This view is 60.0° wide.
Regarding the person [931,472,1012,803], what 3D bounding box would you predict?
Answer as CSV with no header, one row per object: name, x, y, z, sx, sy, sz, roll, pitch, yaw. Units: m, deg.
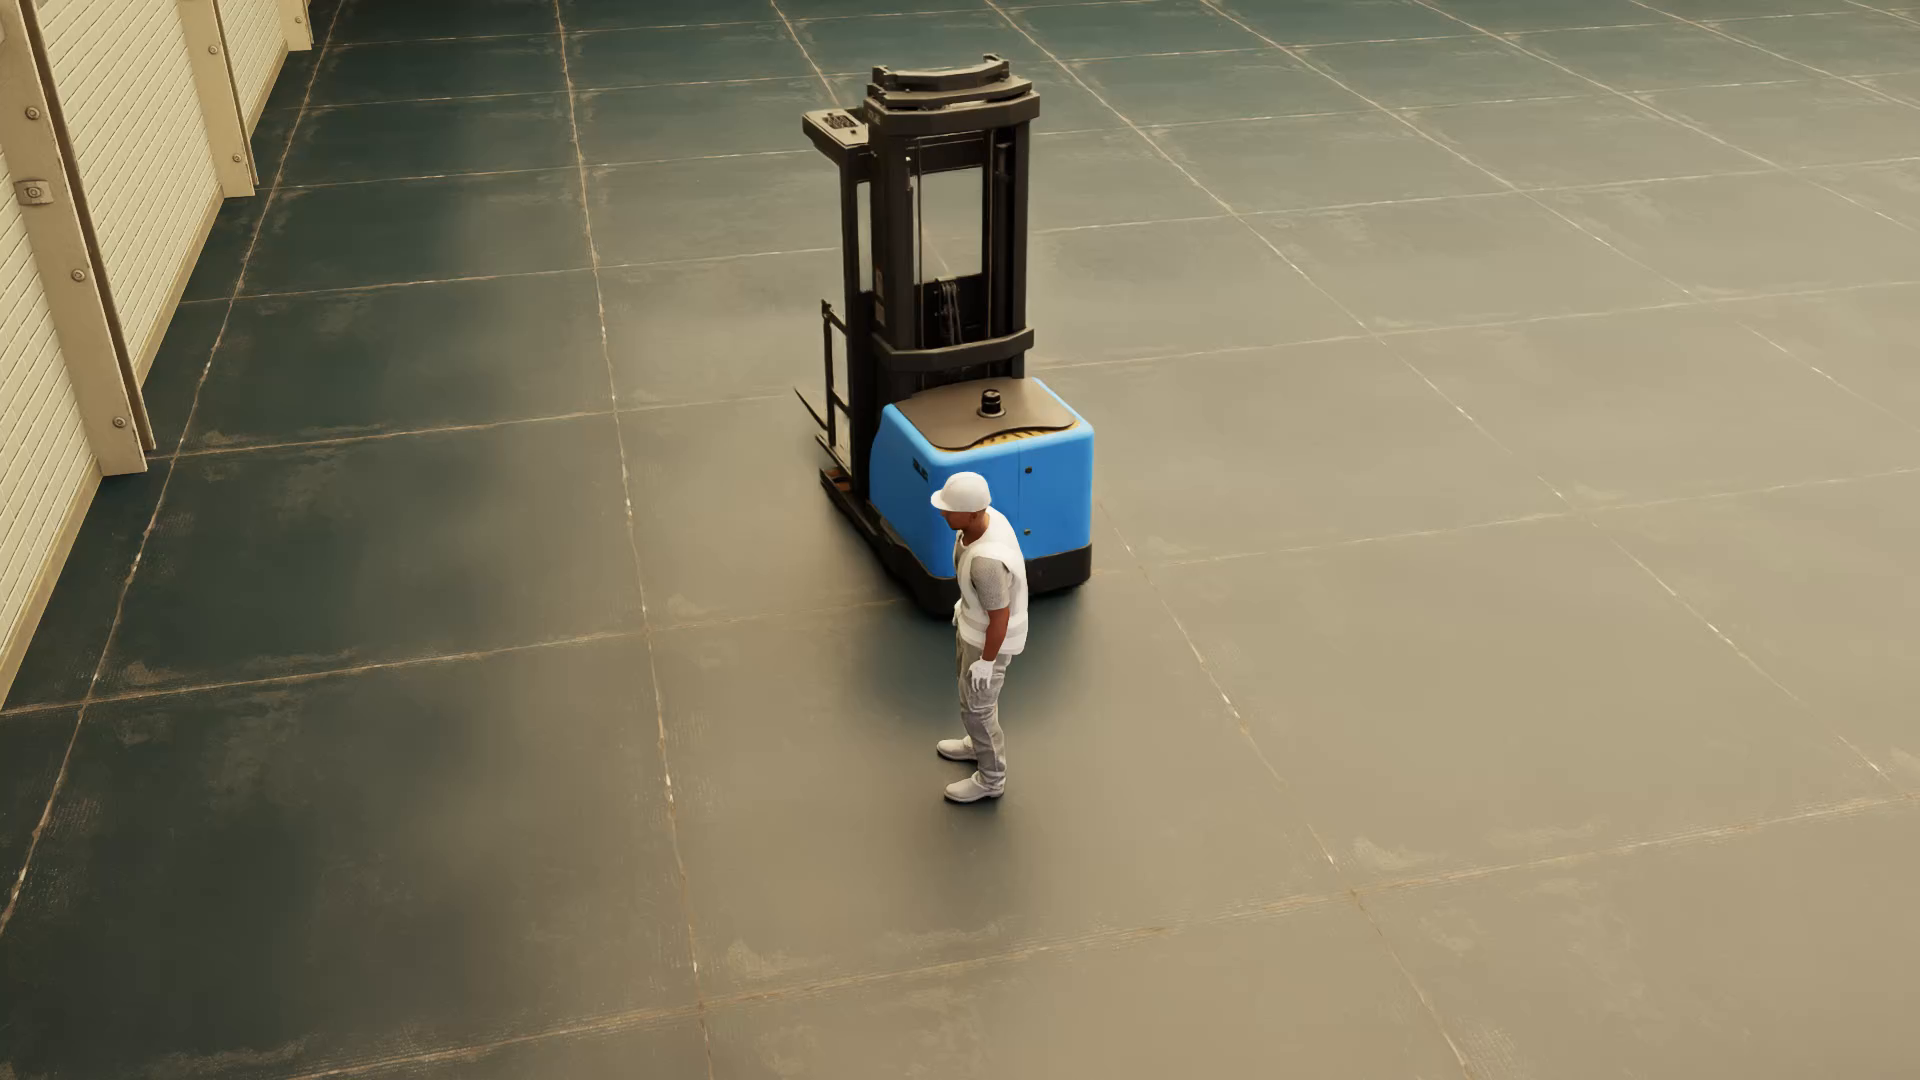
person,0.074,0.449,7.959,0.424,1.773,0.624,-3,30,-6
